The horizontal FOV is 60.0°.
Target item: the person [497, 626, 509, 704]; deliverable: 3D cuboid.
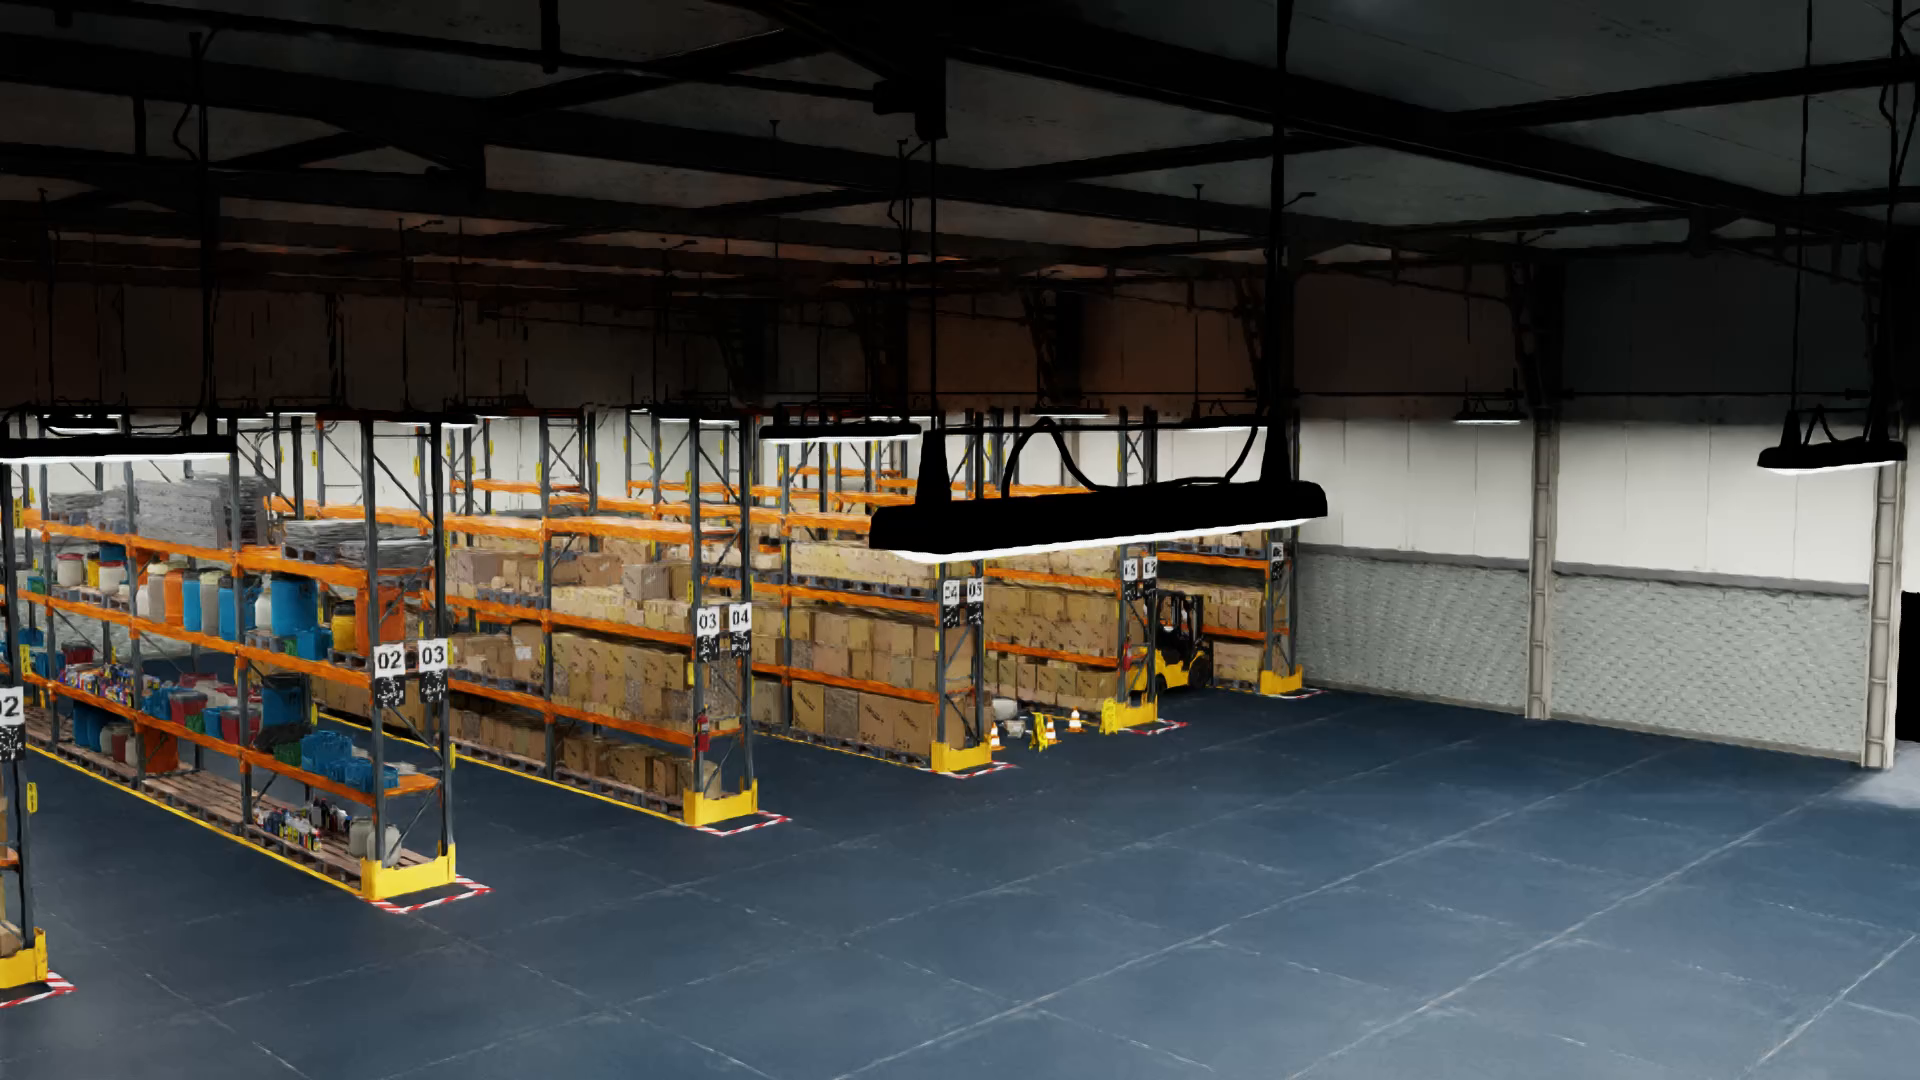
[{"bbox_3d":[-9.315,2.541,33.743,0.512,1.628,0.639,5,7,42],"label":"person"}]
